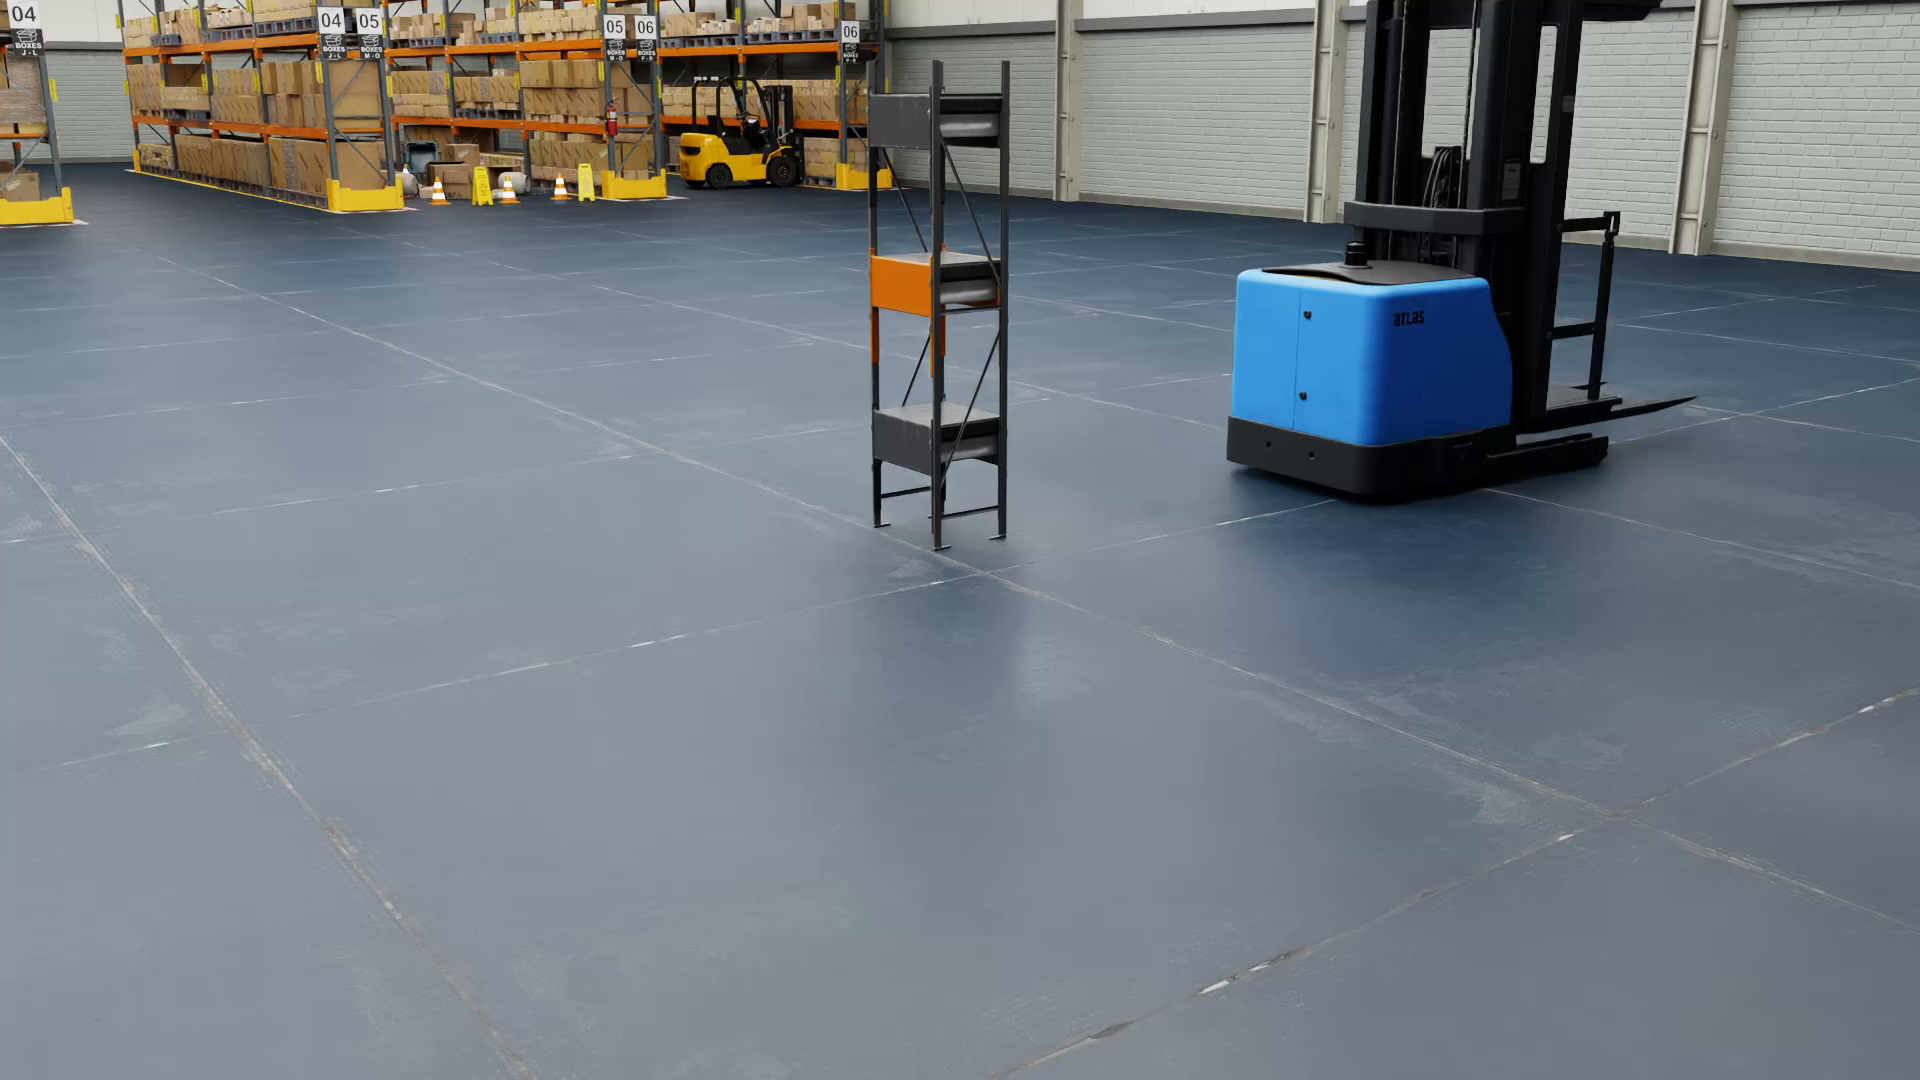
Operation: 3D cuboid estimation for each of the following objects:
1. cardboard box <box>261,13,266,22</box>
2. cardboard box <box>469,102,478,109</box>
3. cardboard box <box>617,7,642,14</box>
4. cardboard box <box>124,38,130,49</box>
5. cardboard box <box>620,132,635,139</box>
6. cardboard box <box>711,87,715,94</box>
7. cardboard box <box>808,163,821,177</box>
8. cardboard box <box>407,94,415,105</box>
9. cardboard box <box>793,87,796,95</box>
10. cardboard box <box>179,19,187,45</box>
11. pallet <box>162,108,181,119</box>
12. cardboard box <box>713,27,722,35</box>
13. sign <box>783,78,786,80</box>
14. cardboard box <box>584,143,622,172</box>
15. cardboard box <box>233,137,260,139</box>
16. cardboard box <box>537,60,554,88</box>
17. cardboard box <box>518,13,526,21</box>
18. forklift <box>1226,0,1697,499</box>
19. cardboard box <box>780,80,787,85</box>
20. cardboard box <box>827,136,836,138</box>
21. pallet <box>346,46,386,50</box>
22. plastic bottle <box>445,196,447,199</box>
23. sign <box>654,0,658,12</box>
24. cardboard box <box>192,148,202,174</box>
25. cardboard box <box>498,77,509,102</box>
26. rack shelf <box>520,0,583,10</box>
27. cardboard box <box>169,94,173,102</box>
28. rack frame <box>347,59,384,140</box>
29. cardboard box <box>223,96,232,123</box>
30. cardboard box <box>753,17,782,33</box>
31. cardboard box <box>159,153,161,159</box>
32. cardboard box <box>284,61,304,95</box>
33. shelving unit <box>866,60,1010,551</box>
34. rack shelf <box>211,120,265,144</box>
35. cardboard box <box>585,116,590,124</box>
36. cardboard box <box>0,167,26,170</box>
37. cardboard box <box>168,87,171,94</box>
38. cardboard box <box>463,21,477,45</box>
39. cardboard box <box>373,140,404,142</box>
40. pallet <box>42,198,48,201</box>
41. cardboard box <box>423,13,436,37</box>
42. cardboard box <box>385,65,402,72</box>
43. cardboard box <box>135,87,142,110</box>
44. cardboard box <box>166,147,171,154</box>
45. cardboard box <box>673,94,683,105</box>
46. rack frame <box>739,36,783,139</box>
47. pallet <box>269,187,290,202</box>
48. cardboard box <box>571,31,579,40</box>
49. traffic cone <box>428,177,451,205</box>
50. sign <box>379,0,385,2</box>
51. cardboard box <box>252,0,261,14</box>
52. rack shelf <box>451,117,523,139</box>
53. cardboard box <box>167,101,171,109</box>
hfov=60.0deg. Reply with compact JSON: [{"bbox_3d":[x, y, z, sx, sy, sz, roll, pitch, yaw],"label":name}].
[{"bbox_3d":[-12.007,-9.151,29.139,0.380,0.149,0.250,-11,19,-35],"label":"cardboard box"},{"bbox_3d":[-10.204,-9.248,35.363,0.380,0.149,0.250,-11,19,-34],"label":"cardboard box"},{"bbox_3d":[-5.993,-9.567,30.134,0.380,0.149,0.250,-11,19,-35],"label":"cardboard box"},{"bbox_3d":[-19.244,-11.615,38.934,0.500,0.250,0.500,-10,18,-33],"label":"cardboard box"},{"bbox_3d":[-8.178,-10.006,41.164,0.380,0.149,0.250,-10,18,-33],"label":"cardboard box"},{"bbox_3d":[-5.301,-9.989,36.971,0.380,0.149,0.250,-11,19,-36],"label":"cardboard box"},{"bbox_3d":[-2.753,-7.556,33.915,0.500,0.250,0.500,-11,19,-35],"label":"cardboard box"},{"bbox_3d":[-12.369,-10.124,38.222,0.500,0.250,0.500,-11,19,-34],"label":"cardboard box"},{"bbox_3d":[-3.214,-9.250,34.272,0.380,0.149,0.250,-11,19,-35],"label":"cardboard box"},{"bbox_3d":[-15.734,-10.458,34.232,0.500,0.500,0.500,-11,19,-35],"label":"cardboard box"},{"bbox_3d":[-16.617,-9.244,36.031,1.003,0.211,1.213,-11,19,-35],"label":"pallet"},{"bbox_3d":[-5.180,-11.139,36.402,0.380,0.149,0.250,-11,19,-35],"label":"cardboard box"},{"bbox_3d":[-3.840,-9.917,36.339,0.100,0.325,0.005,-11,19,-35],"label":"sign"},{"bbox_3d":[-6.631,-7.118,30.894,0.500,0.500,0.500,-11,19,-34],"label":"cardboard box"},{"bbox_3d":[-14.807,-8.211,34.415,0.500,0.250,0.500,-12,19,-37],"label":"cardboard box"},{"bbox_3d":[-7.661,-8.926,31.861,0.700,0.500,0.500,-11,19,-36],"label":"cardboard box"},{"bbox_3d":[-8.380,-10.196,32.431,0.380,0.149,0.250,-11,19,-36],"label":"cardboard box"},{"bbox_3d":[2.925,-1.895,8.947,3.031,2.935,1.130,-10,18,-33],"label":"forklift"},{"bbox_3d":[-3.519,-9.503,34.632,0.380,0.149,0.250,-11,19,-35],"label":"cardboard box"},{"bbox_3d":[-2.648,-8.226,34.469,0.500,0.250,0.500,-11,19,-35],"label":"cardboard box"},{"bbox_3d":[-14.912,-12.413,41.735,1.003,0.211,1.213,-11,19,-35],"label":"pallet"},{"bbox_3d":[-9.466,-6.223,30.197,0.283,0.061,0.133,10,18,33],"label":"plastic bottle"},{"bbox_3d":[-5.510,-9.702,30.005,0.100,0.325,0.005,-11,19,-35],"label":"sign"},{"bbox_3d":[-15.822,-7.987,35.014,0.500,0.500,0.500,-12,19,-37],"label":"cardboard box"},{"bbox_3d":[-9.051,-9.167,33.838,0.500,0.500,0.500,-11,19,-34],"label":"cardboard box"},{"bbox_3d":[-10.168,-14.055,43.253,1.077,0.370,4.000,-11,19,-35],"label":"rack shelf"},{"bbox_3d":[-16.630,-9.426,35.450,0.380,0.149,0.250,-12,19,-37],"label":"cardboard box"},{"bbox_3d":[-15.356,-11.166,42.692,1.000,3.000,0.127,-11,19,-35],"label":"rack frame"},{"bbox_3d":[-13.954,-8.363,32.259,0.500,0.500,0.500,-11,19,-35],"label":"cardboard box"},{"bbox_3d":[-3.996,-10.814,34.907,0.500,0.311,0.500,-10,18,-33],"label":"cardboard box"},{"bbox_3d":[-18.107,-8.802,38.095,0.380,0.149,0.250,-12,19,-37],"label":"cardboard box"},{"bbox_3d":[-11.115,-7.975,28.702,0.875,0.550,0.500,-11,19,-35],"label":"cardboard box"},{"bbox_3d":[-0.097,-1.048,7.428,0.431,2.100,0.503,-11,19,-35],"label":"shelving unit"},{"bbox_3d":[-13.421,-7.894,32.099,1.077,0.370,4.000,-11,19,-35],"label":"rack shelf"},{"bbox_3d":[-6.714,-7.770,30.759,0.380,0.149,0.250,-11,19,-35],"label":"cardboard box"},{"bbox_3d":[-15.342,-5.729,26.767,0.500,0.500,0.500,-13,20,-39],"label":"cardboard box"},{"bbox_3d":[-16.627,-9.568,35.404,0.380,0.149,0.250,-11,19,-35],"label":"cardboard box"},{"bbox_3d":[-10.103,-10.749,35.296,0.700,0.500,0.500,-11,19,-35],"label":"cardboard box"},{"bbox_3d":[-14.343,-9.813,41.807,0.875,0.438,0.875,-10,18,-33],"label":"cardboard box"},{"bbox_3d":[-15.172,-5.322,26.621,1.003,0.211,1.213,-11,19,-35],"label":"pallet"},{"bbox_3d":[-11.388,-11.337,36.650,0.700,0.500,0.500,-12,19,-37],"label":"cardboard box"},{"bbox_3d":[-13.443,-11.172,39.400,0.380,0.149,0.250,-11,19,-36],"label":"cardboard box"},{"bbox_3d":[-18.925,-10.319,38.843,0.500,0.500,0.500,-11,19,-34],"label":"cardboard box"},{"bbox_3d":[-17.551,-8.721,37.234,0.380,0.149,0.250,-11,19,-34],"label":"cardboard box"},{"bbox_3d":[-6.283,-10.158,38.346,0.500,0.250,0.500,-10,18,-33],"label":"cardboard box"},{"bbox_3d":[-4.288,-9.375,36.147,1.000,3.000,0.127,-11,19,-35],"label":"rack frame"},{"bbox_3d":[-11.862,-6.294,30.174,1.003,0.211,1.213,-11,19,-35],"label":"pallet"},{"bbox_3d":[-6.966,-9.328,30.771,0.380,0.149,0.250,-11,19,-35],"label":"cardboard box"},{"bbox_3d":[-9.057,-6.070,28.877,0.336,0.463,0.334,-11,19,-35],"label":"traffic cone"},{"bbox_3d":[-9.441,-8.951,27.111,0.100,0.325,0.005,-11,19,-35],"label":"sign"},{"bbox_3d":[-12.184,-9.435,29.419,0.500,0.250,0.500,-11,19,-34],"label":"cardboard box"},{"bbox_3d":[-9.477,-8.684,34.985,1.077,0.370,4.000,-11,19,-35],"label":"rack shelf"},{"bbox_3d":[-16.778,-9.336,35.684,0.380,0.149,0.250,-11,19,-34],"label":"cardboard box"}]
